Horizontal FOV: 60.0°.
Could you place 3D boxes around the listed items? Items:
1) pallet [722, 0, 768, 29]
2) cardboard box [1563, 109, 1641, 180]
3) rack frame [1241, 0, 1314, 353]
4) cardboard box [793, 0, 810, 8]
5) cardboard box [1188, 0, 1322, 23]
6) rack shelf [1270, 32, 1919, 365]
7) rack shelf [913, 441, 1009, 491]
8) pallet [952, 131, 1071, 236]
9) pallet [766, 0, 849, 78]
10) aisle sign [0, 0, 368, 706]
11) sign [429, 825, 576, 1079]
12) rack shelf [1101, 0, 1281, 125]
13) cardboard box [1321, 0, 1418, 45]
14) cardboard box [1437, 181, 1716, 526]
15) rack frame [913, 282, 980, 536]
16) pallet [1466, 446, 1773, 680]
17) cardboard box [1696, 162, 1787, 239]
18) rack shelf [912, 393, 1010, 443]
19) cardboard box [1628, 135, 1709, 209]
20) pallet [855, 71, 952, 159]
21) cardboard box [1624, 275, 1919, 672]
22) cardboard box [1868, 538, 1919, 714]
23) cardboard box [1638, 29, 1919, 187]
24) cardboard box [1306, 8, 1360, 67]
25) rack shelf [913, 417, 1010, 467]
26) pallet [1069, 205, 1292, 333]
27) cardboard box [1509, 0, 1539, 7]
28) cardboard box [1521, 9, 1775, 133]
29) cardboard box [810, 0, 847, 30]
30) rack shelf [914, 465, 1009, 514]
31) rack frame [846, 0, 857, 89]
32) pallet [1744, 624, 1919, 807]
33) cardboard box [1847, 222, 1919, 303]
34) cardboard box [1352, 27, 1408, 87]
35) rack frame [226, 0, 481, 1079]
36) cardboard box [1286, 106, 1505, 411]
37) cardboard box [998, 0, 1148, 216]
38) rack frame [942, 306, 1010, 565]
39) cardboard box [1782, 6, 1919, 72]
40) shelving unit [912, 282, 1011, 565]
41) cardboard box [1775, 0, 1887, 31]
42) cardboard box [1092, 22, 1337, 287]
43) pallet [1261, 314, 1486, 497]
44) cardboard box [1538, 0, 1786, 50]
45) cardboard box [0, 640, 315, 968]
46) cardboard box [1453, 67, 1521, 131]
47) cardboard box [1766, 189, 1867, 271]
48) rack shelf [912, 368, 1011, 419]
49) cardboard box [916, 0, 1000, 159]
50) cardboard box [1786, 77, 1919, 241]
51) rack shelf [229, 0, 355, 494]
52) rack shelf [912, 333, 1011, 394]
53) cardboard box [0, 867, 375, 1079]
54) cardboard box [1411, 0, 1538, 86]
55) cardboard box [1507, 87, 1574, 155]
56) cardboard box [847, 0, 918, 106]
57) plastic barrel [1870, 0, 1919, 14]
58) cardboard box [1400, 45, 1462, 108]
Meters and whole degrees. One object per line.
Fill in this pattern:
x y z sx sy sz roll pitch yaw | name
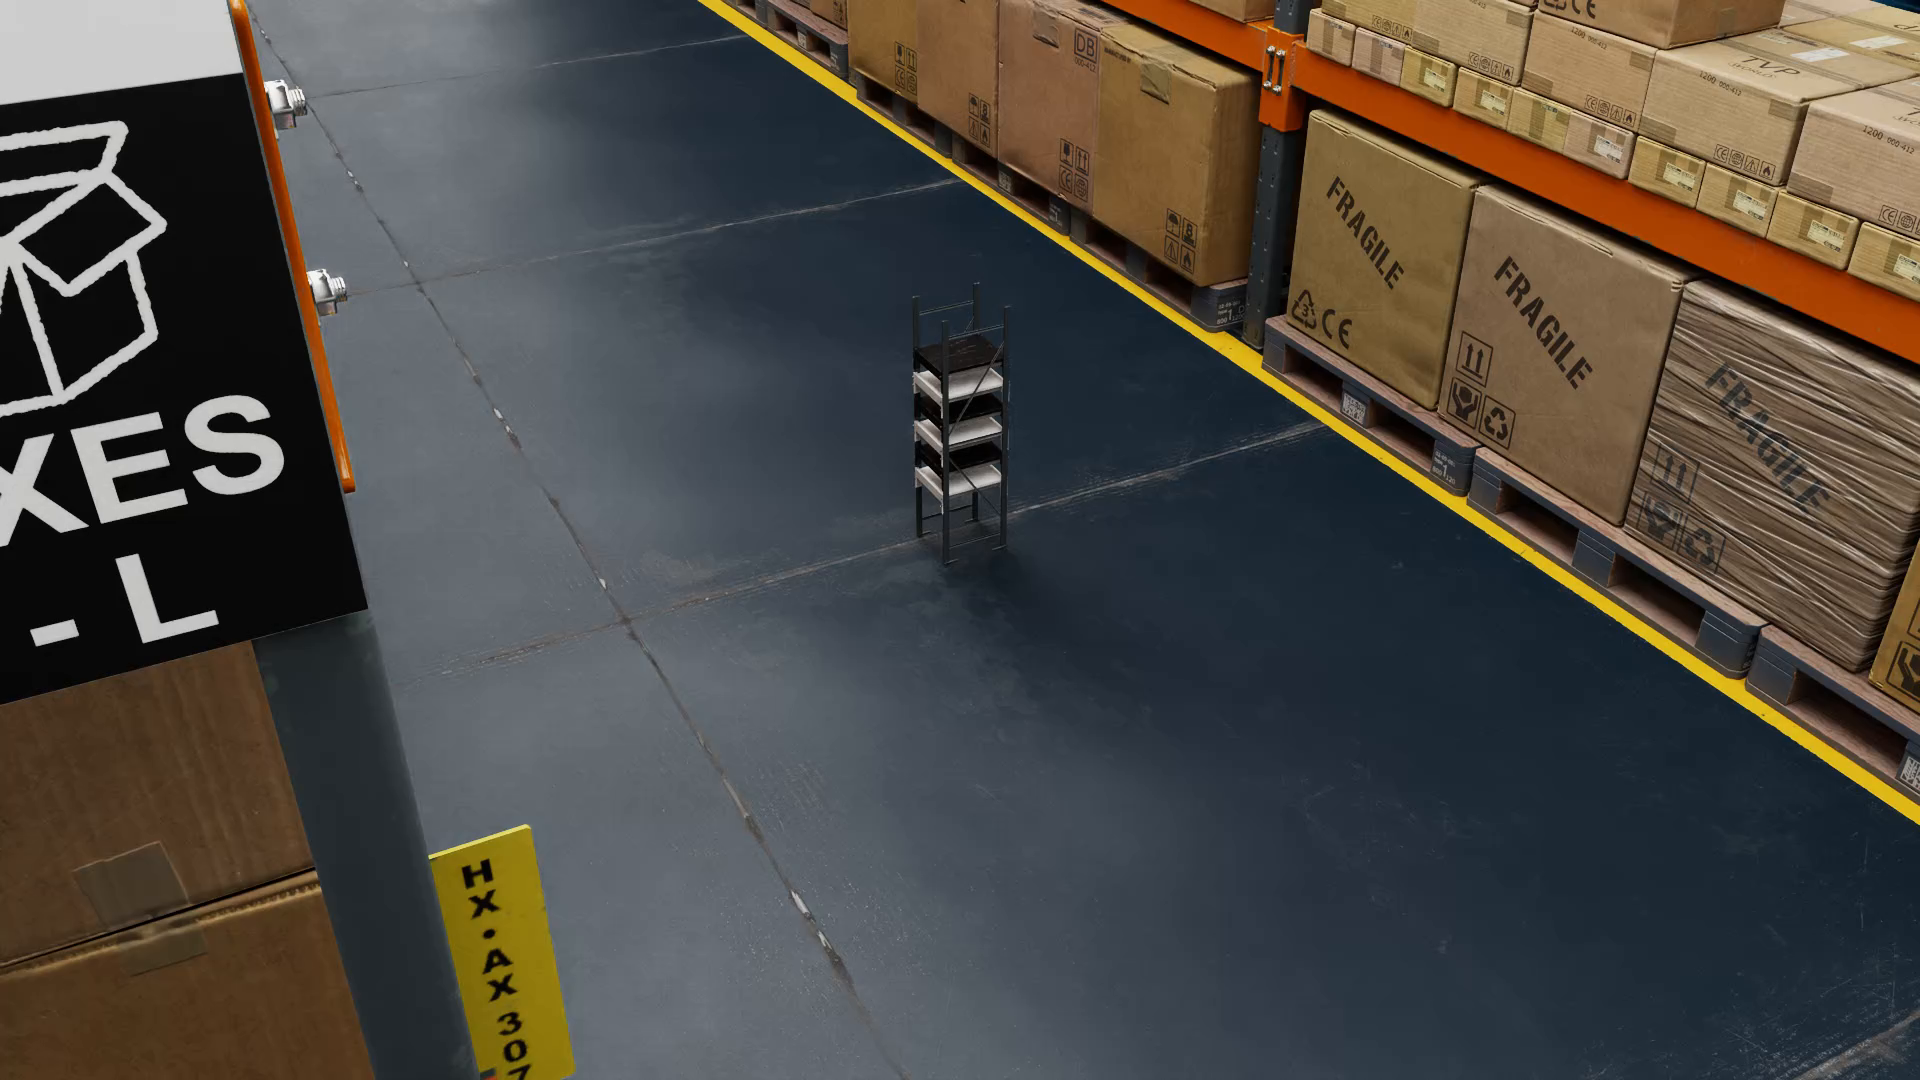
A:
-1.128 -3.895 11.634 1.003 0.211 1.213 -16 36 -23 | pallet
2.113 -1.256 5.163 0.380 0.149 0.250 -15 36 -23 | cardboard box
1.665 -2.205 6.412 1.000 3.000 0.127 -16 36 -23 | rack frame
-0.800 -3.823 10.846 0.700 0.500 0.500 -19 37 -27 | cardboard box
1.205 -2.402 6.626 0.500 0.500 0.500 -16 36 -23 | cardboard box
2.597 -0.948 5.116 1.077 0.370 4.000 -16 36 -23 | rack shelf
0.004 -0.271 5.568 0.258 0.077 0.200 -16 36 -23 | rack shelf
0.666 -1.964 8.619 1.003 0.211 1.213 -16 36 -23 | pallet
-0.563 -3.314 10.726 1.003 0.211 1.213 -16 36 -23 | pallet
-0.606 -0.232 0.922 0.394 0.787 0.004 -16 36 -23 | aisle sign
-0.425 0.402 1.540 0.100 0.325 0.005 -16 36 -23 | sign
0.732 -2.857 8.096 1.077 0.370 4.000 -16 36 -23 | rack shelf
1.652 -1.977 5.919 0.500 0.250 0.500 -17 36 -24 | cardboard box
2.321 -0.723 5.678 0.875 0.875 0.875 -16 36 -23 | cardboard box
-0.044 -0.424 5.577 0.240 0.900 0.006 -16 36 -23 | rack frame
2.523 -0.066 5.657 1.003 0.211 1.213 -16 36 -23 | pallet
2.360 -1.007 4.775 0.380 0.149 0.250 -15 36 -22 | cardboard box
0.004 -0.423 5.471 0.258 0.077 0.200 -16 36 -23 | rack shelf
2.237 -1.131 4.968 0.380 0.149 0.250 -17 36 -24 | cardboard box
0.101 -2.545 9.527 1.003 0.211 1.213 -16 36 -23 | pallet
2.736 -0.298 5.015 0.875 0.875 0.875 -16 36 -23 | cardboard box
3.161 0.136 4.338 0.875 0.875 0.875 -16 36 -23 | cardboard box
2.349 -1.256 4.793 0.500 0.250 0.500 -16 36 -23 | cardboard box
1.509 -1.875 6.129 0.380 0.149 0.250 -16 36 -23 | cardboard box
0.004 -0.347 5.519 0.258 0.077 0.200 -16 36 -23 | rack shelf
1.238 -1.381 7.709 1.003 0.211 1.213 -16 36 -23 | pallet
1.885 -2.054 5.343 0.500 0.500 0.500 -16 36 -23 | cardboard box
2.126 -1.493 5.163 0.500 0.250 0.500 -15 36 -22 | cardboard box
-0.530 -3.562 10.438 0.700 0.500 0.500 -18 37 -26 | cardboard box
0.004 -0.195 5.616 0.258 0.077 0.200 -16 36 -23 | rack shelf
-0.200 -4.114 9.391 1.000 3.000 0.127 -16 36 -23 | rack frame
3.088 0.516 4.749 1.003 0.211 1.213 -16 36 -23 | pallet
2.595 -0.765 4.396 0.380 0.149 0.250 -17 36 -24 | cardboard box
1.631 -1.750 5.933 0.380 0.149 0.250 -17 36 -25 | cardboard box
-0.902 0.902 1.562 0.949 2.616 0.053 -16 36 -23 | rack frame
1.902 -1.153 6.349 0.875 0.875 0.875 -16 36 -23 | cardboard box
0.931 -2.214 8.006 1.225 0.875 0.875 -17 36 -25 | cardboard box
0.051 -0.327 5.425 0.240 0.900 0.006 -16 36 -23 | rack frame
2.818 -1.390 5.003 0.500 0.250 0.500 -17 36 -24 | cardboard box
0.004 -0.375 5.501 0.258 0.900 0.210 -16 36 -23 | shelving unit
2.584 -1.633 5.382 0.500 0.250 0.500 -15 36 -22 | cardboard box
1.349 -1.788 7.341 1.225 0.875 0.875 -16 36 -23 | cardboard box
1.950 -0.649 6.567 1.003 0.211 1.213 -16 36 -23 | pallet
2.131 -1.806 4.957 0.500 0.500 0.500 -17 36 -25 | cardboard box
-0.880 0.033 1.622 0.500 0.500 0.500 -16 36 -23 | cardboard box
1.879 -1.499 5.542 0.380 0.149 0.250 -17 36 -24 | cardboard box
2.474 -0.889 4.589 0.380 0.149 0.250 -16 36 -23 | cardboard box
0.004 -0.499 5.422 0.258 0.077 0.200 -16 36 -23 | rack shelf
0.512 -2.635 8.662 1.225 0.875 0.875 -16 36 -23 | cardboard box
2.596 -1.008 4.406 0.500 0.250 0.500 -17 36 -25 | cardboard box
-1.838 -1.012 2.435 1.077 0.370 4.000 -16 36 -23 | rack shelf
0.004 -0.574 5.374 0.258 0.077 0.200 -16 36 -23 | rack shelf
-0.870 0.452 1.896 0.500 0.500 0.500 -14 35 -21 | cardboard box
1.880 -1.739 5.547 0.500 0.250 0.500 -16 36 -23 | cardboard box
1.998 -1.377 5.351 0.380 0.149 0.250 -16 36 -24 | cardboard box
0.103 -3.062 9.329 1.225 0.875 0.875 -18 37 -25 | cardboard box
5.478 -3.346 9.749 0.600 0.901 0.708 -16 36 -23 | plastic barrel
1.754 -1.624 5.737 0.380 0.149 0.250 -15 35 -22 | cardboard box
